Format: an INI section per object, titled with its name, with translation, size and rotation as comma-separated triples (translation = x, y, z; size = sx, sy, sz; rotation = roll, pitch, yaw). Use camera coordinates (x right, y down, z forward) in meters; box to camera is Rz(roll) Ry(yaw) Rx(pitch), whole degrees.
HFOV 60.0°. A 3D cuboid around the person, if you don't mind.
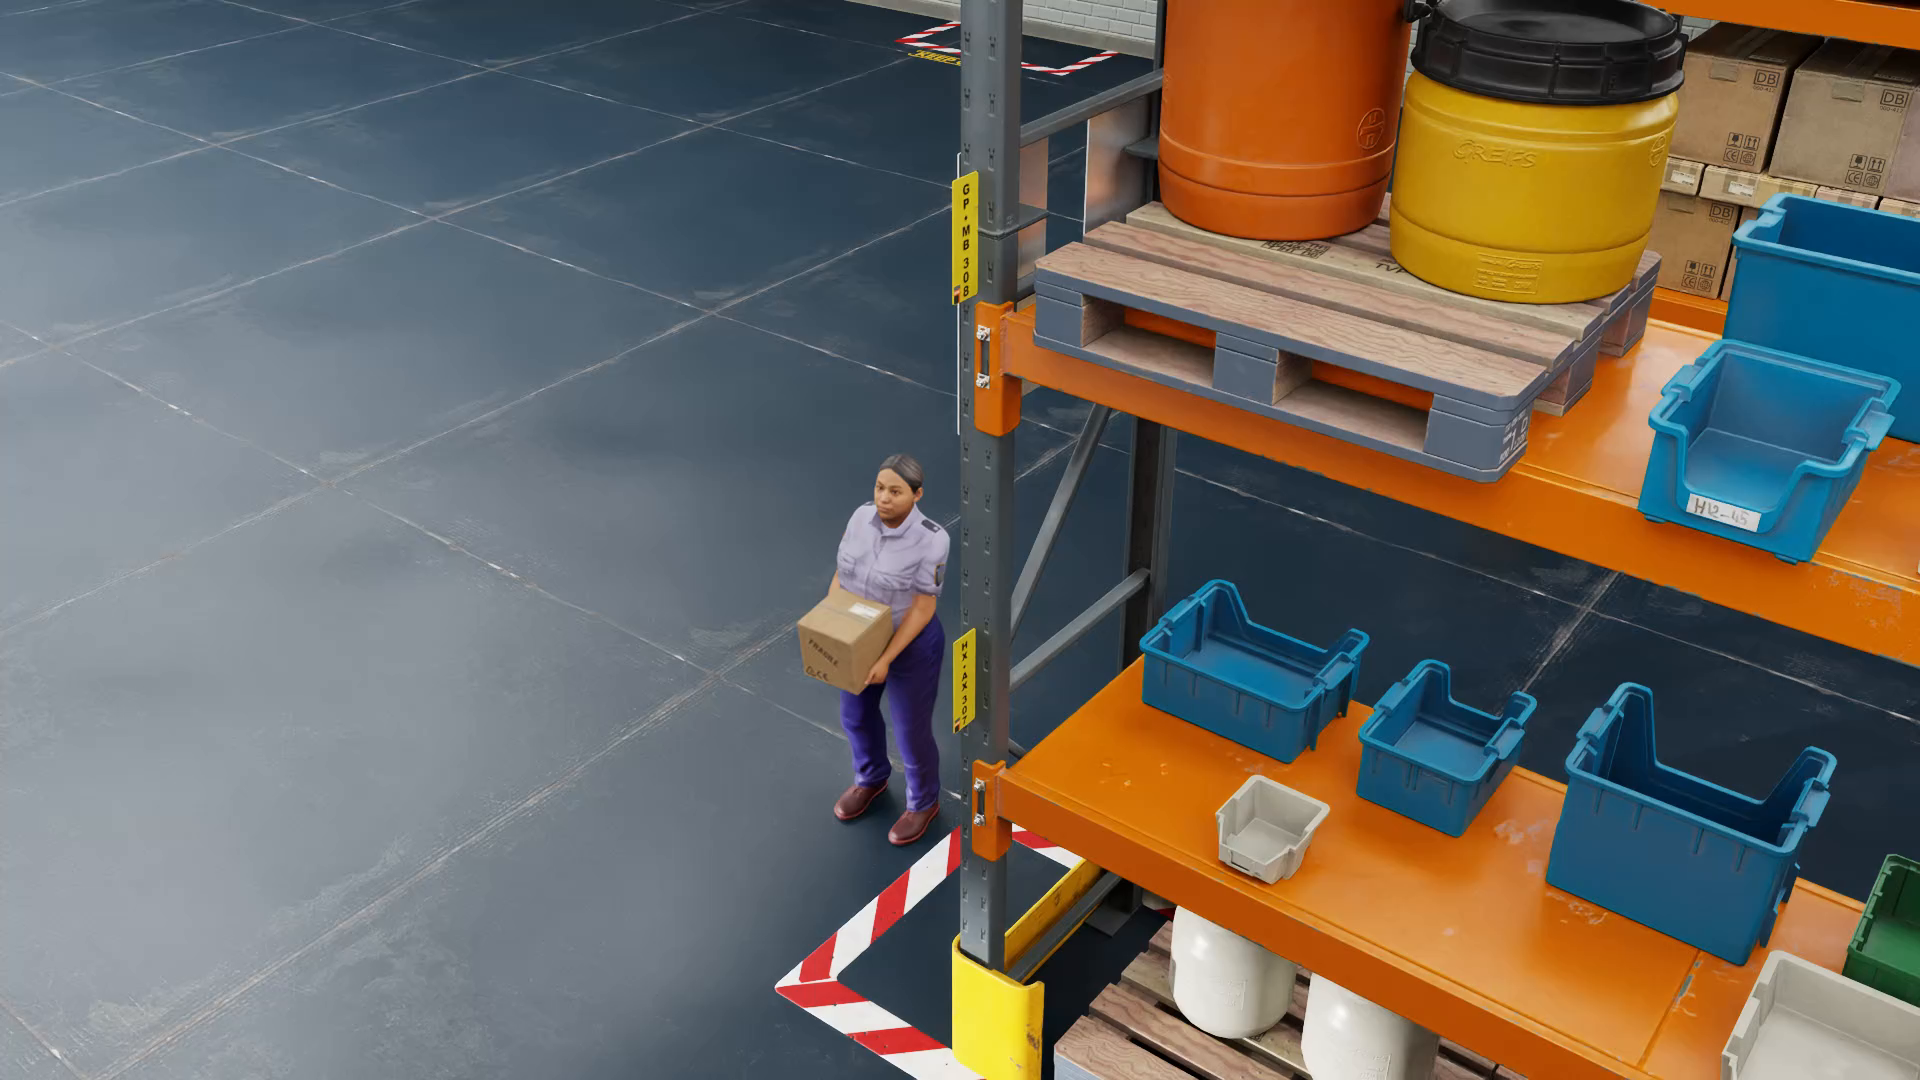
[person]
translation = -0.310, 0.450, 6.410
size = 0.454, 1.636, 0.514
rotation = 19, 36, 29
